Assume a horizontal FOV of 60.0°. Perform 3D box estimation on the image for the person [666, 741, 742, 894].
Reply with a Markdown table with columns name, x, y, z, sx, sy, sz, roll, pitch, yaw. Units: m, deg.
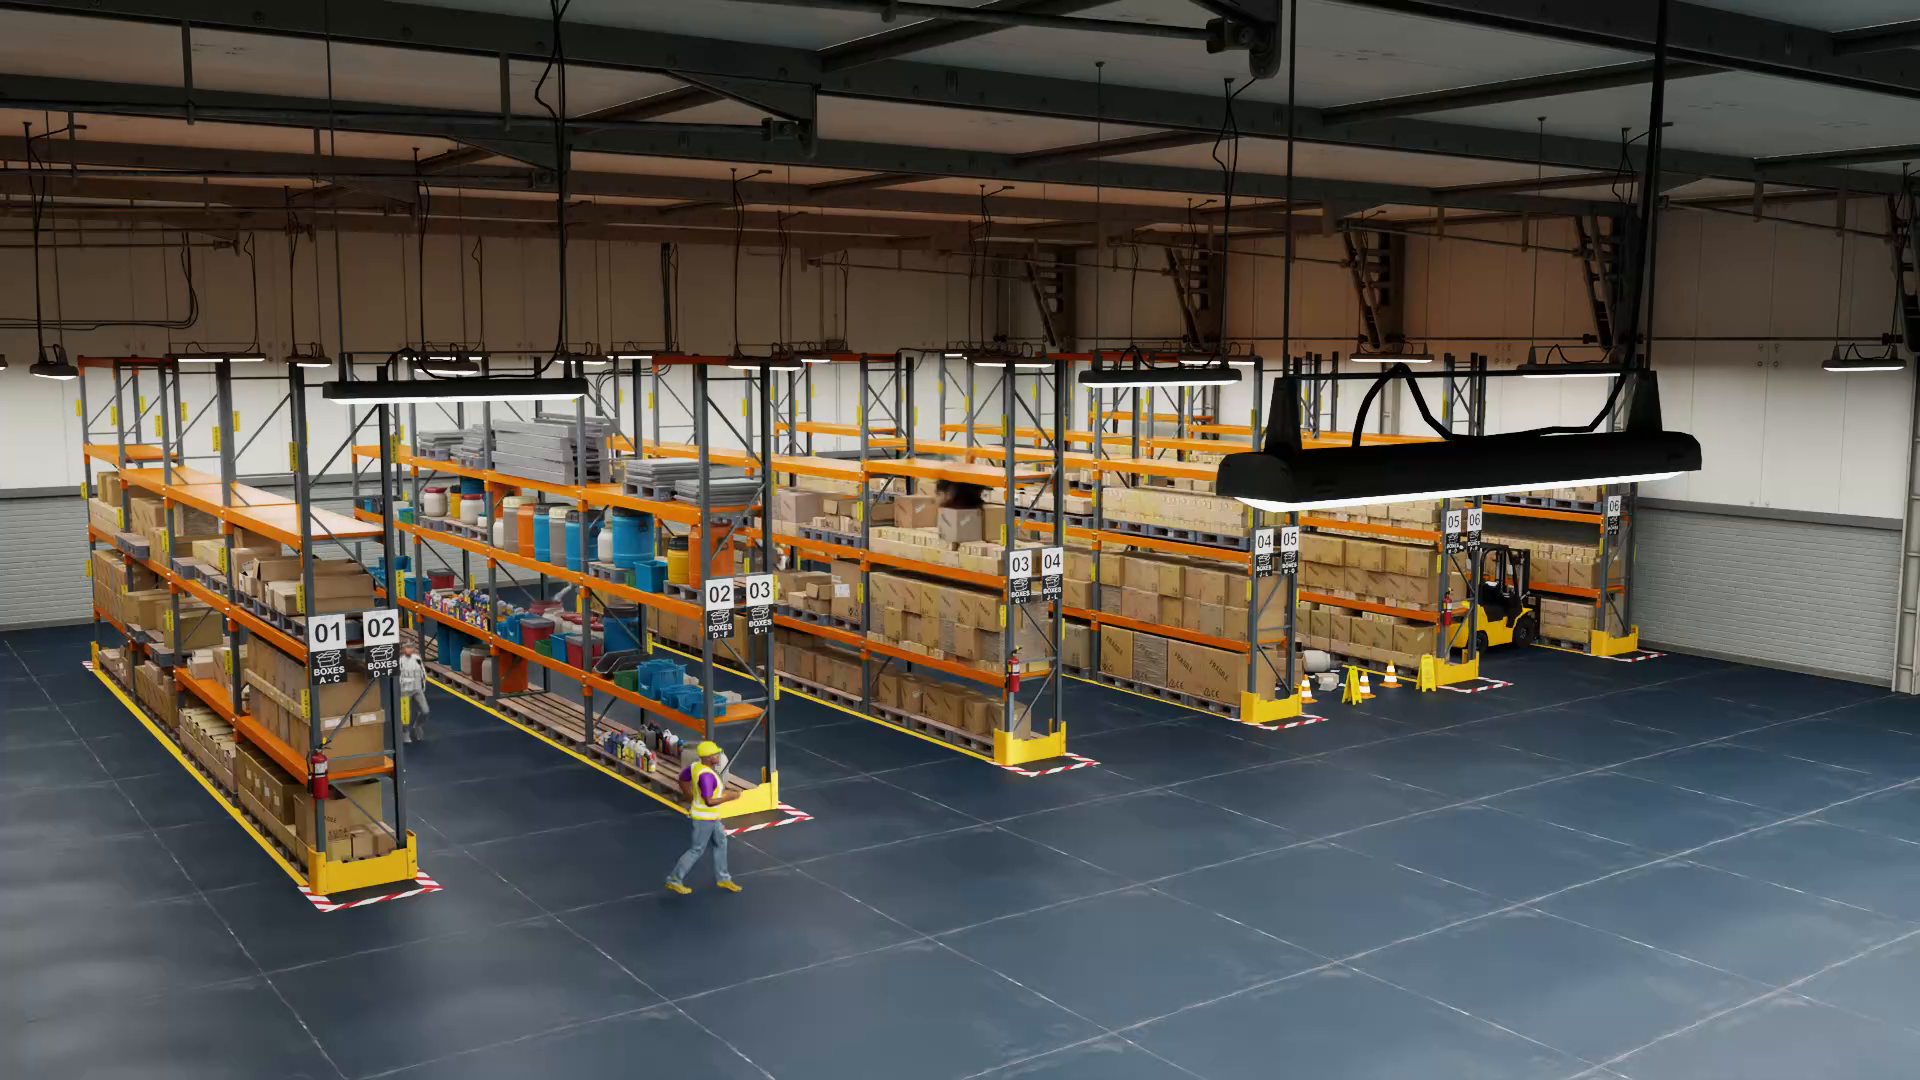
| name | x | y | z | sx | sy | sz | roll | pitch | yaw |
| --- | --- | --- | --- | --- | --- | --- | --- | --- | --- |
| person | -2.914 | 3.168 | 18.852 | 0.872 | 1.800 | 0.644 | -1 | 7 | -11 |

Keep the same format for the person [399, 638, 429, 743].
| name | x | y | z | sx | sy | sz | roll | pitch | yaw |
| --- | --- | --- | --- | --- | --- | --- | --- | --- | --- |
| person | -8.528 | 2.357 | 25.938 | 0.616 | 1.678 | 0.612 | -7 | 10 | -43 |

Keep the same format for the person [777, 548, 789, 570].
| name | x | y | z | sx | sy | sz | roll | pitch | yaw |
| --- | --- | --- | --- | --- | --- | --- | --- | --- | --- |
| person | -4.222 | 0.950 | 37.953 | 0.701 | 1.619 | 0.943 | -3 | 8 | -27 |

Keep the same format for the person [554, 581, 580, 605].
| name | x | y | z | sx | sy | sz | roll | pitch | yaw |
| --- | --- | --- | --- | --- | --- | --- | --- | --- | --- |
| person | -9.162 | 0.806 | 39.176 | 0.821 | 1.579 | 0.538 | -2 | 7 | -15 |
